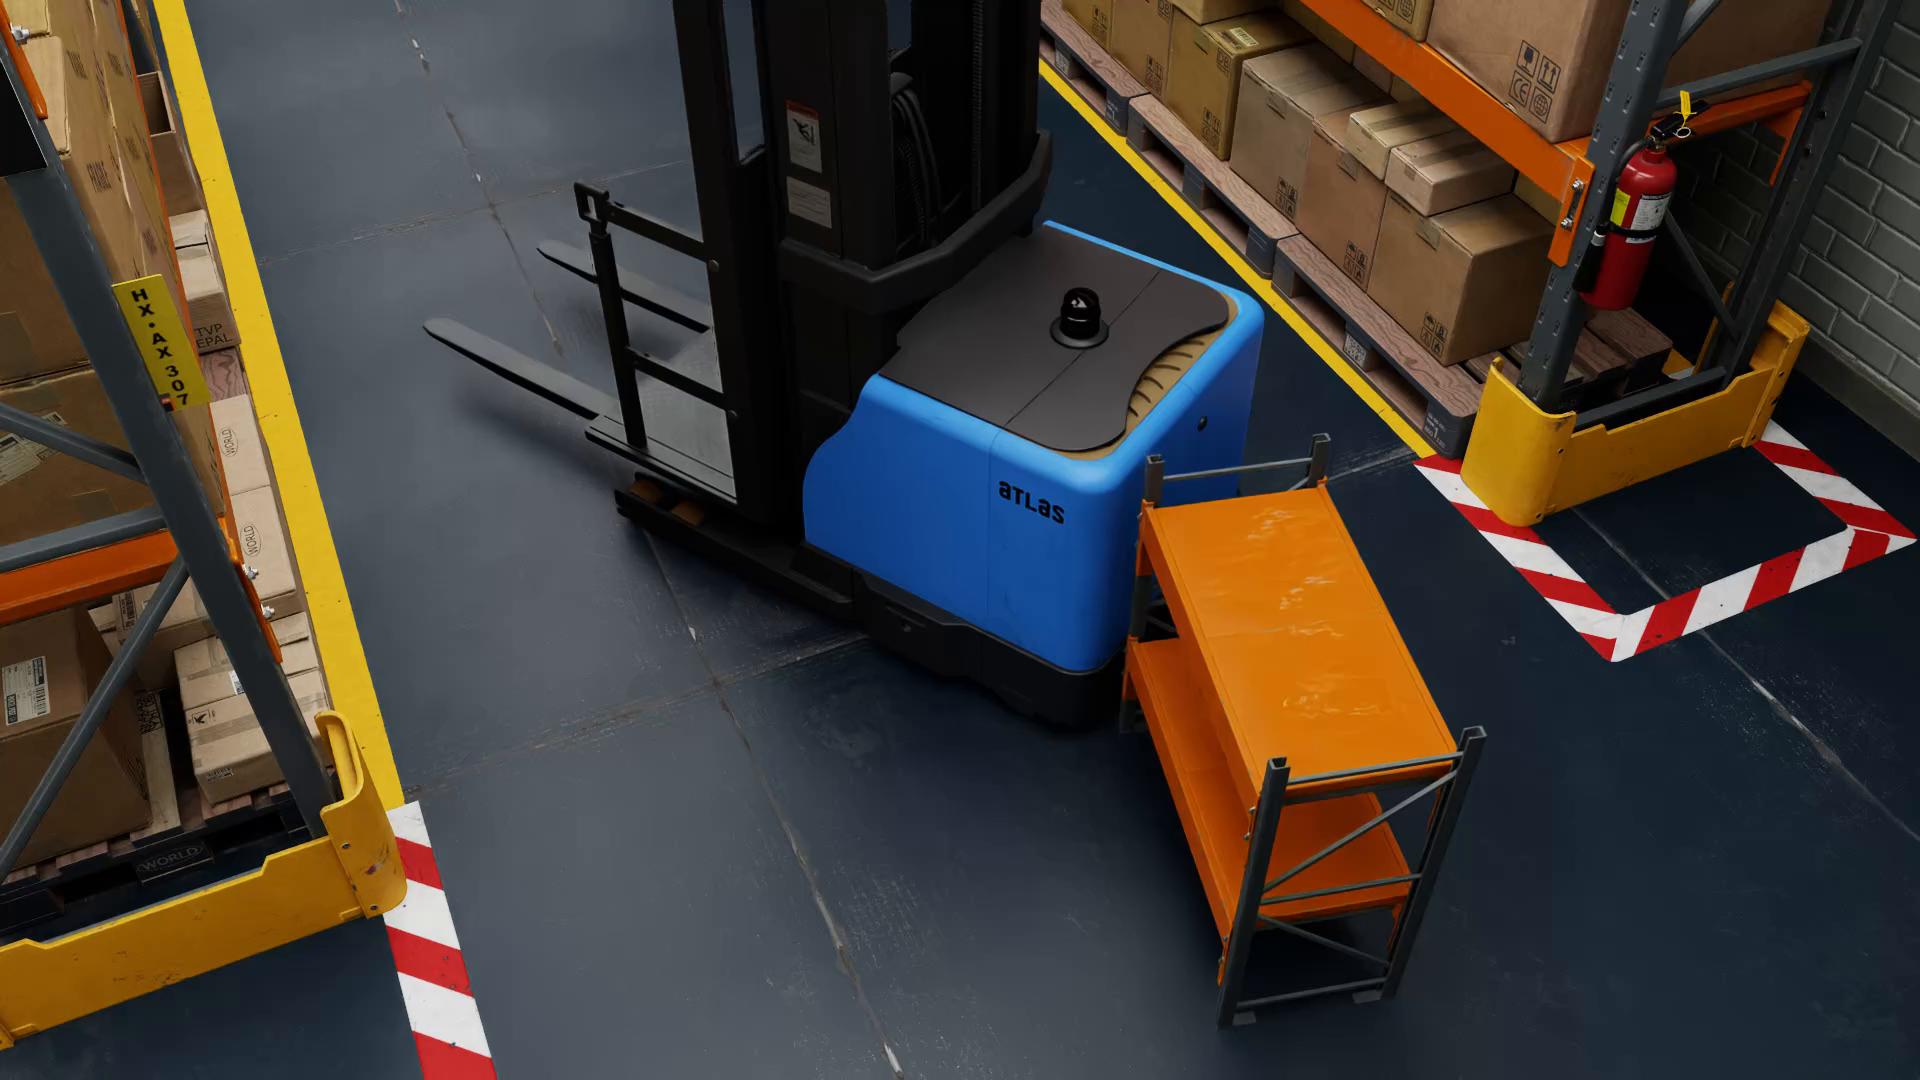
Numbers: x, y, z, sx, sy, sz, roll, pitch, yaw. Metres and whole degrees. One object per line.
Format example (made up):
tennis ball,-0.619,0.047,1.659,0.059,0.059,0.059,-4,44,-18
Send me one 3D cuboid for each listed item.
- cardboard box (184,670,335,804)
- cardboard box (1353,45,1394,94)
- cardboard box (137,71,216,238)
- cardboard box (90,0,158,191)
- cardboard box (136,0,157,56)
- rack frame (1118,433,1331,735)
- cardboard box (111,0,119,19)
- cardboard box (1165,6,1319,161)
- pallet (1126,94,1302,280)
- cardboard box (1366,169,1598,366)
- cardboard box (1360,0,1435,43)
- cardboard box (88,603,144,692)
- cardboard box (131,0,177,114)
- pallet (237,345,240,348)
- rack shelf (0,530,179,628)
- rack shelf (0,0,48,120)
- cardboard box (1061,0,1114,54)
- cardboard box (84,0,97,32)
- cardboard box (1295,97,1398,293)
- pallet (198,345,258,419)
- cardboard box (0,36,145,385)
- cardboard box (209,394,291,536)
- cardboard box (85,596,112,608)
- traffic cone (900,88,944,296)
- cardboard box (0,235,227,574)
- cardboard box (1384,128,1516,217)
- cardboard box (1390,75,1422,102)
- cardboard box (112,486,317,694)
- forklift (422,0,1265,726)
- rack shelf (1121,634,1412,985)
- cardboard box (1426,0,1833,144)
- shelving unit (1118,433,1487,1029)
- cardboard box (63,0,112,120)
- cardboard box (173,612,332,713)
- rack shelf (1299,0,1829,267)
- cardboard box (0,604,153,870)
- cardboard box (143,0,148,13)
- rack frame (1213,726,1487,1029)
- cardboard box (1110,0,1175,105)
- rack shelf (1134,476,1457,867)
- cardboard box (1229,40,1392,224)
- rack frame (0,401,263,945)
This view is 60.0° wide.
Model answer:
cardboard box,-1.988,0.561,4.762,0.380,0.149,0.250,-18,47,-17
cardboard box,1.792,-1.925,6.584,0.380,0.149,0.250,-17,47,-17
cardboard box,-3.308,-1.465,6.566,0.500,0.500,0.500,-18,47,-17
cardboard box,-2.710,-1.292,4.852,0.500,0.500,0.500,-17,47,-17
cardboard box,-4.022,-2.461,7.575,0.500,0.500,0.500,-17,47,-17
rack frame,0.738,0.158,4.789,0.500,1.125,0.032,-8,45,-8
cardboard box,-3.144,-1.942,5.512,0.500,0.500,0.500,-17,47,-16
cardboard box,1.331,-2.047,7.170,0.700,0.500,0.500,-17,47,-16
pallet,1.453,-1.664,7.286,1.003,0.211,1.213,-18,47,-17
cardboard box,1.985,-1.070,6.180,0.700,0.500,0.500,-18,47,-17
cardboard box,1.830,-2.283,5.715,0.980,0.700,0.700,-18,48,-18
cardboard box,-2.664,0.365,4.949,0.380,0.166,0.250,-18,47,-17
cardboard box,-3.788,-2.125,7.234,0.500,0.500,0.500,-20,48,-19
pallet,-3.517,-1.047,6.661,1.003,0.211,1.213,-18,47,-17
rack shelf,-2.964,-1.017,5.018,0.919,0.124,3.809,-18,47,-17
rack shelf,-2.964,-2.015,4.033,1.077,0.370,4.000,-18,47,-17
cardboard box,0.909,-2.696,7.827,0.700,0.500,0.500,-17,47,-17
cardboard box,-2.718,-1.655,4.509,0.500,0.500,0.500,-18,48,-18
cardboard box,1.774,-1.389,6.503,0.700,0.500,0.500,-18,47,-18
pallet,-3.000,-0.269,5.872,1.003,0.211,1.213,-18,47,-17
cardboard box,-2.071,-0.681,3.521,0.500,0.500,0.500,-17,47,-16
cardboard box,-2.515,-0.174,5.435,0.500,0.250,0.500,-18,47,-17
cardboard box,-2.948,0.005,5.253,0.500,0.250,0.500,-18,47,-17
traffic cone,-0.177,-0.860,5.079,0.206,1.202,0.290,-18,47,-17
cardboard box,-2.071,-0.325,3.872,0.500,0.500,0.500,-17,47,-17
cardboard box,1.765,-1.329,5.980,0.380,0.149,0.250,-19,48,-18
cardboard box,1.900,-1.763,6.420,0.380,0.149,0.250,-18,47,-17
cardboard box,-2.305,0.145,5.112,0.500,0.250,0.500,-18,47,-17
forklift,-0.583,-1.294,4.974,3.031,2.935,1.130,25,50,23
rack shelf,0.832,0.683,4.605,0.538,0.278,1.000,-8,45,-8
cardboard box,2.146,-1.823,5.248,0.980,0.700,0.700,-16,47,-16
shelving unit,0.832,0.509,4.434,0.538,1.125,1.048,-8,45,-8
cardboard box,-2.503,-1.332,4.181,0.500,0.500,0.500,-17,47,-17
cardboard box,-2.093,0.396,4.917,0.380,0.166,0.250,-18,47,-17
rack shelf,1.529,-2.412,6.571,1.077,0.370,4.000,-18,47,-17
cardboard box,-2.575,0.531,4.543,0.500,0.500,0.500,-18,47,-17
cardboard box,-4.225,-2.782,7.900,0.500,0.500,0.500,-17,47,-17
rack frame,0.927,0.860,4.078,0.500,1.125,0.032,-8,45,-8
cardboard box,1.117,-2.375,7.502,0.700,0.500,0.500,-18,48,-18
rack shelf,0.832,0.300,4.228,0.538,0.278,1.000,-8,45,-8
cardboard box,1.562,-1.709,6.827,0.700,0.500,0.500,-19,48,-19
rack frame,-2.120,0.070,3.543,0.949,2.616,0.053,-18,47,-17
